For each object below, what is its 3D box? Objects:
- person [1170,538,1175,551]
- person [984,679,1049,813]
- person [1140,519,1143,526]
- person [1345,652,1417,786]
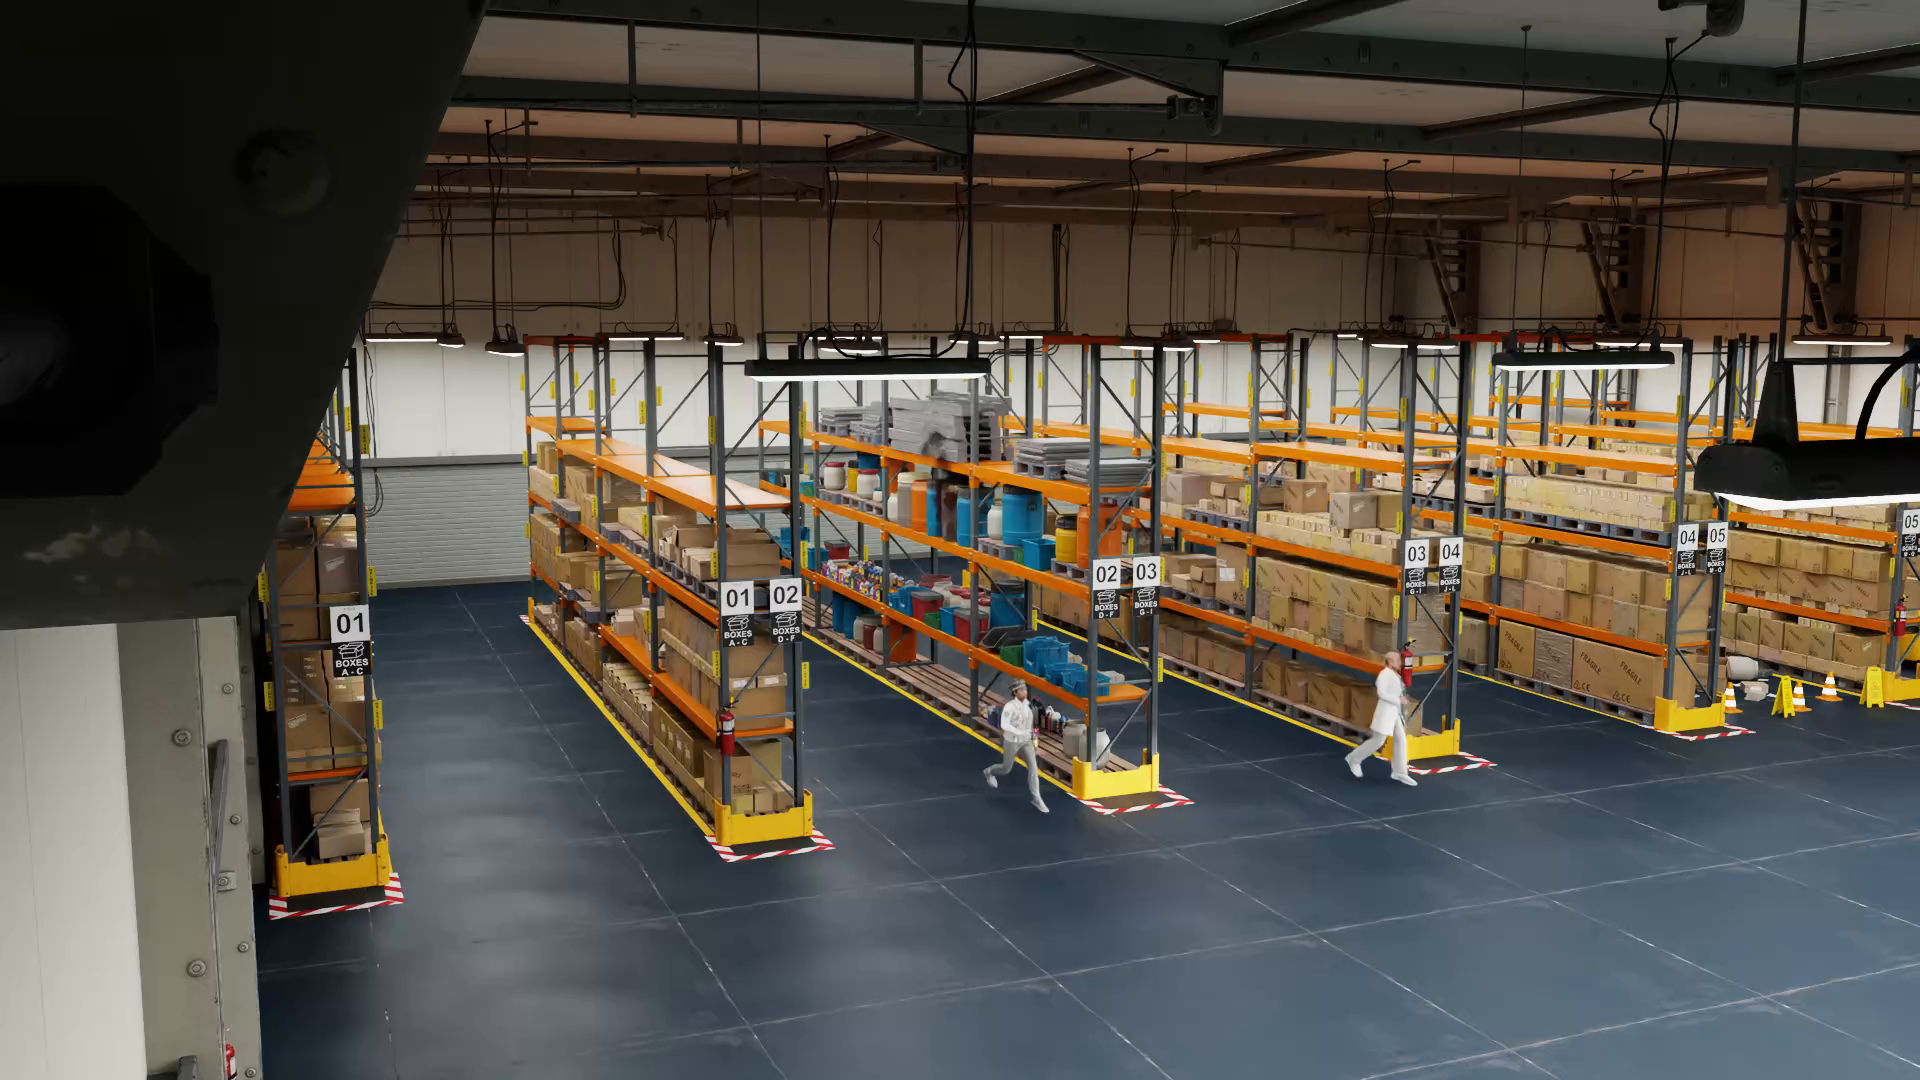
[{"bbox_3d":[5.516,0.079,41.902,0.907,1.392,0.600,4,9,30],"label":"person"},{"bbox_3d":[0.722,2.636,21.675,0.584,1.703,1.093,-6,10,-39],"label":"person"},{"bbox_3d":[4.116,0.331,38.734,0.699,1.740,0.569,-2,8,-16],"label":"person"},{"bbox_3d":[5.859,2.416,22.870,1.024,1.768,0.740,5,9,32],"label":"person"}]
